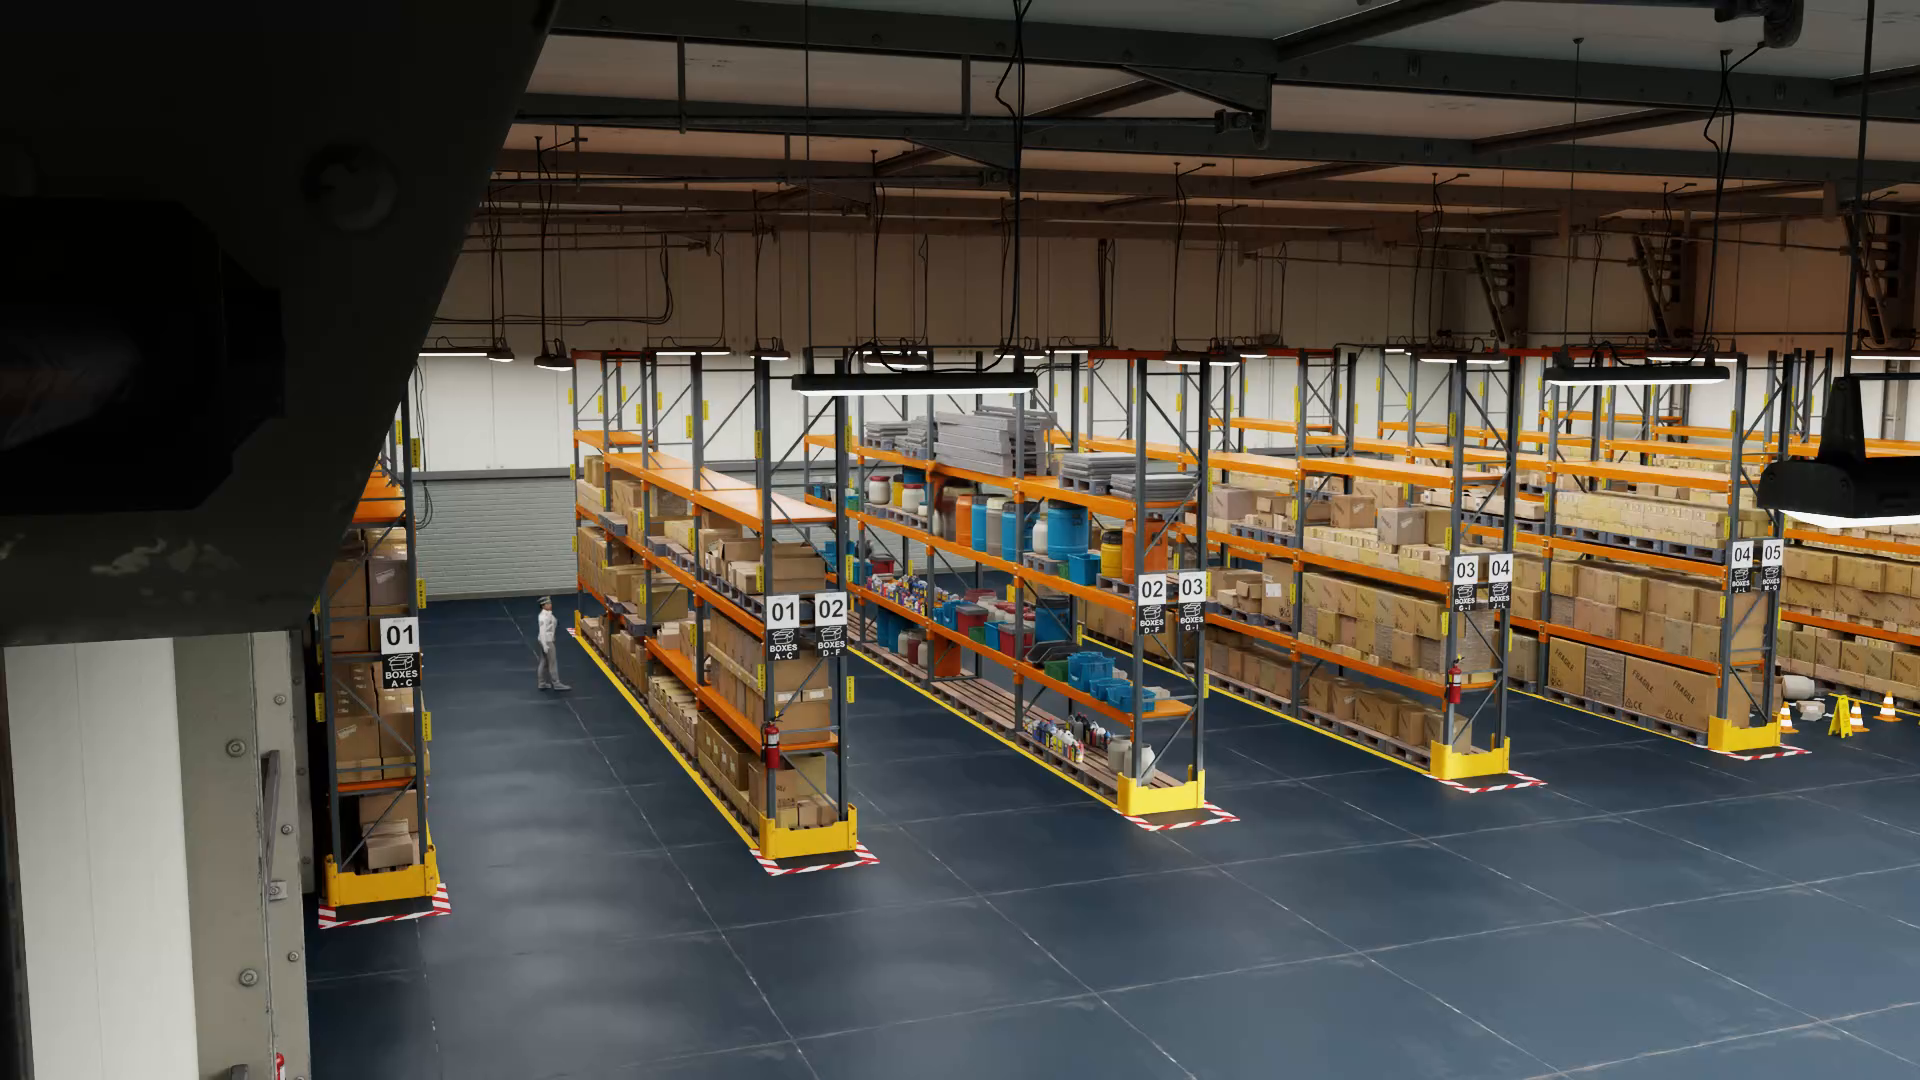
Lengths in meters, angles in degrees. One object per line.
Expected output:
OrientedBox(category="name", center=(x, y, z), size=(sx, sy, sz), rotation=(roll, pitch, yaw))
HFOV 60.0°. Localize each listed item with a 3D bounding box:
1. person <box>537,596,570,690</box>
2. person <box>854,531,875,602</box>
OrientedBox(category="person", center=(-7.255, 1.817, 29.624), size=(0.555, 1.685, 0.505), rotation=(-2, 7, -14))
OrientedBox(category="person", center=(-2.280, 0.607, 39.366), size=(0.599, 1.695, 0.979), rotation=(3, 8, 20))
